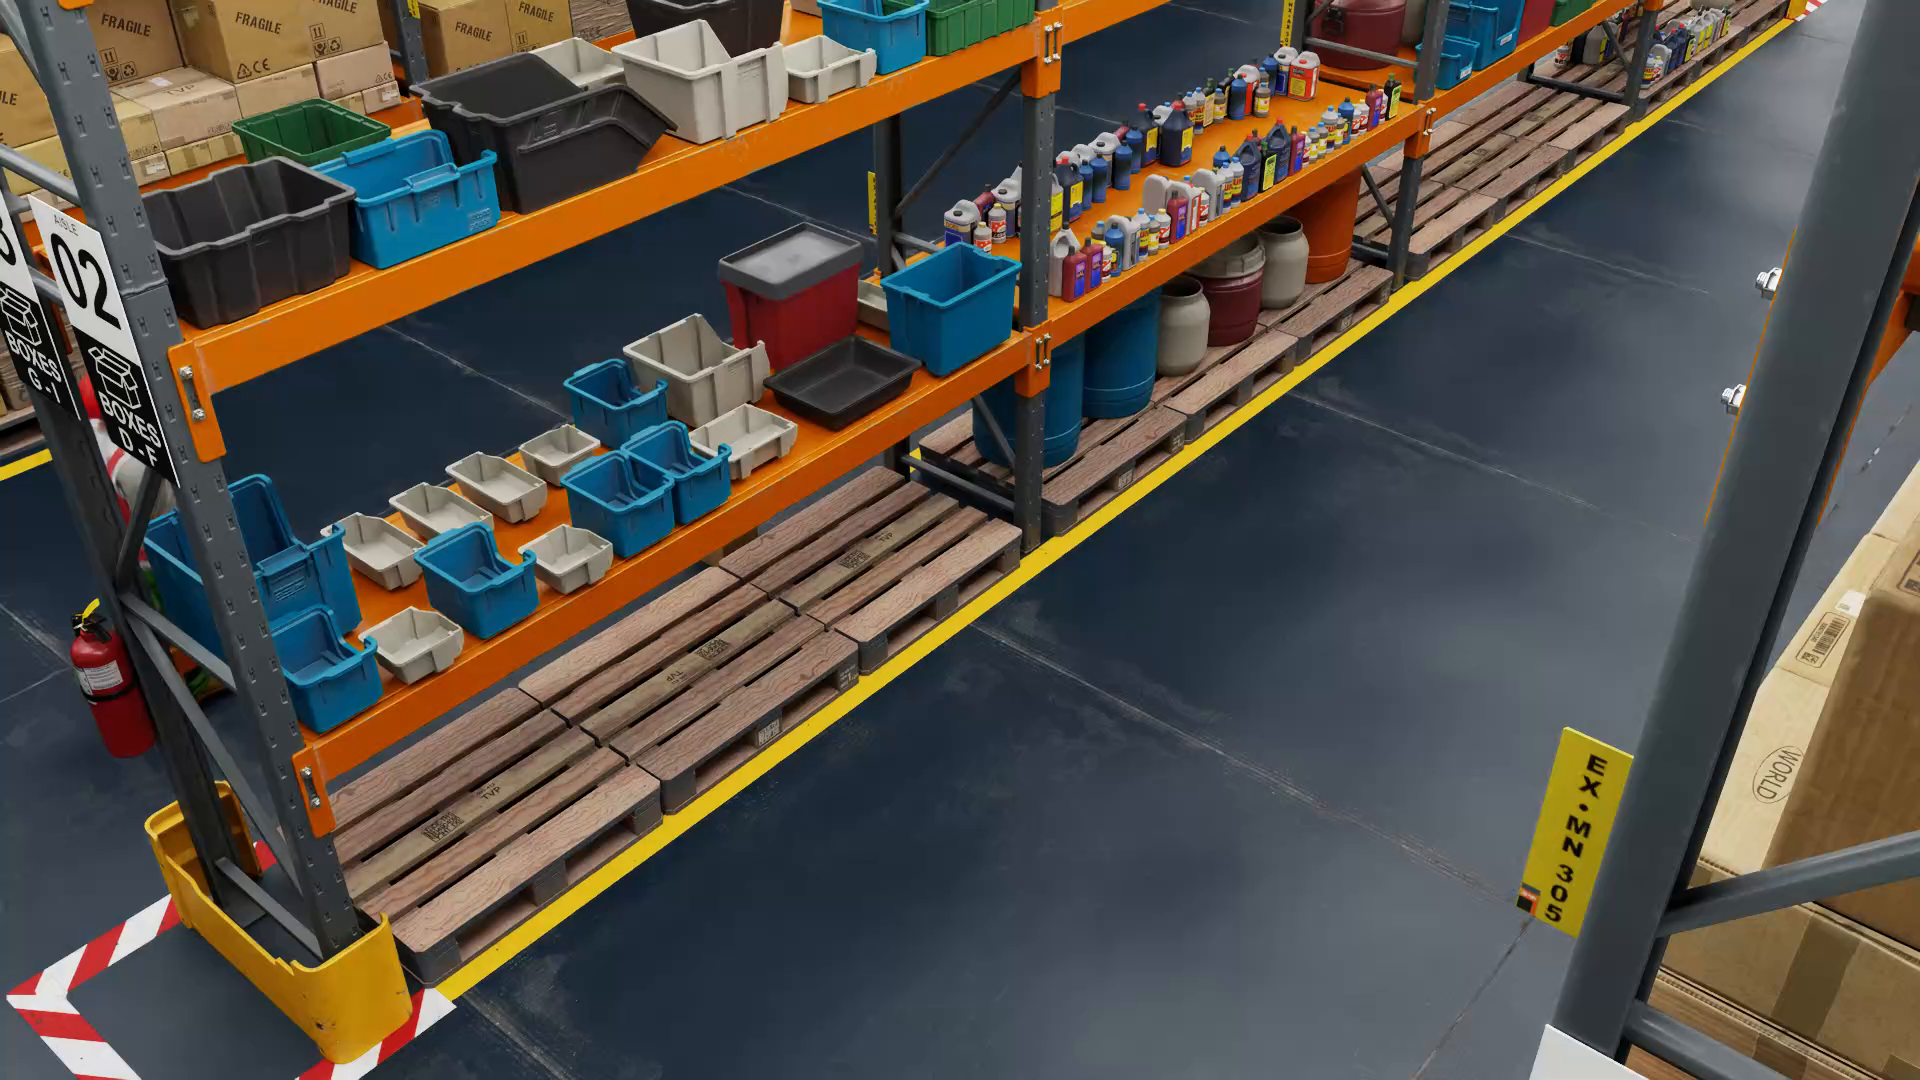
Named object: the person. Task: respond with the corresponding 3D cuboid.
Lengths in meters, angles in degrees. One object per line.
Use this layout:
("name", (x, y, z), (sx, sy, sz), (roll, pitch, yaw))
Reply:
("person", (-3.499, 0.025, 7.149), (0.624, 1.778, 0.498), (28, 44, 34))
